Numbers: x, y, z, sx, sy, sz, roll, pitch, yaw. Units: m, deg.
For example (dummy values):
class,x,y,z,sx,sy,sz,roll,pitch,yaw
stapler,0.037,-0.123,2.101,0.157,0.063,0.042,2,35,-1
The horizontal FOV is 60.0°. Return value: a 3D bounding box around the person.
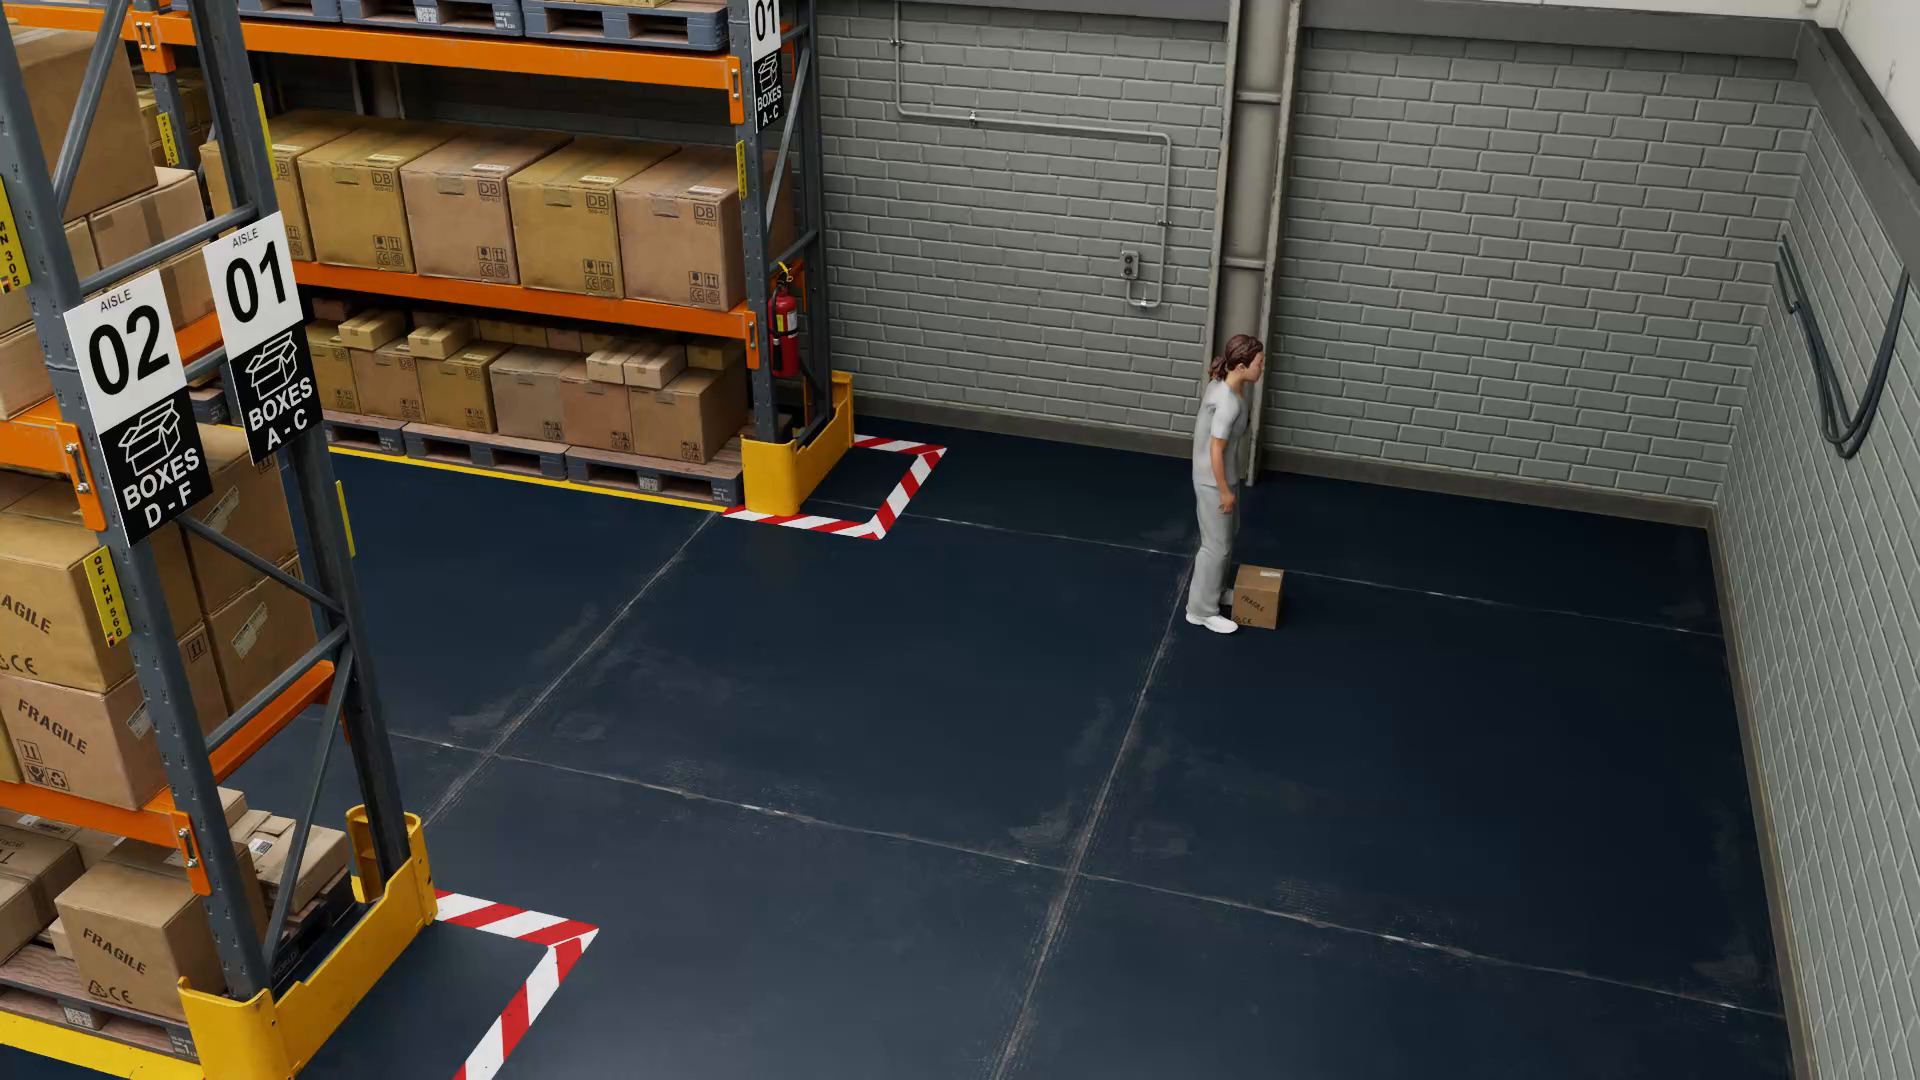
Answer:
class,x,y,z,sx,sy,sz,roll,pitch,yaw
person,1.443,-0.334,9.098,0.355,1.673,0.512,7,30,13
